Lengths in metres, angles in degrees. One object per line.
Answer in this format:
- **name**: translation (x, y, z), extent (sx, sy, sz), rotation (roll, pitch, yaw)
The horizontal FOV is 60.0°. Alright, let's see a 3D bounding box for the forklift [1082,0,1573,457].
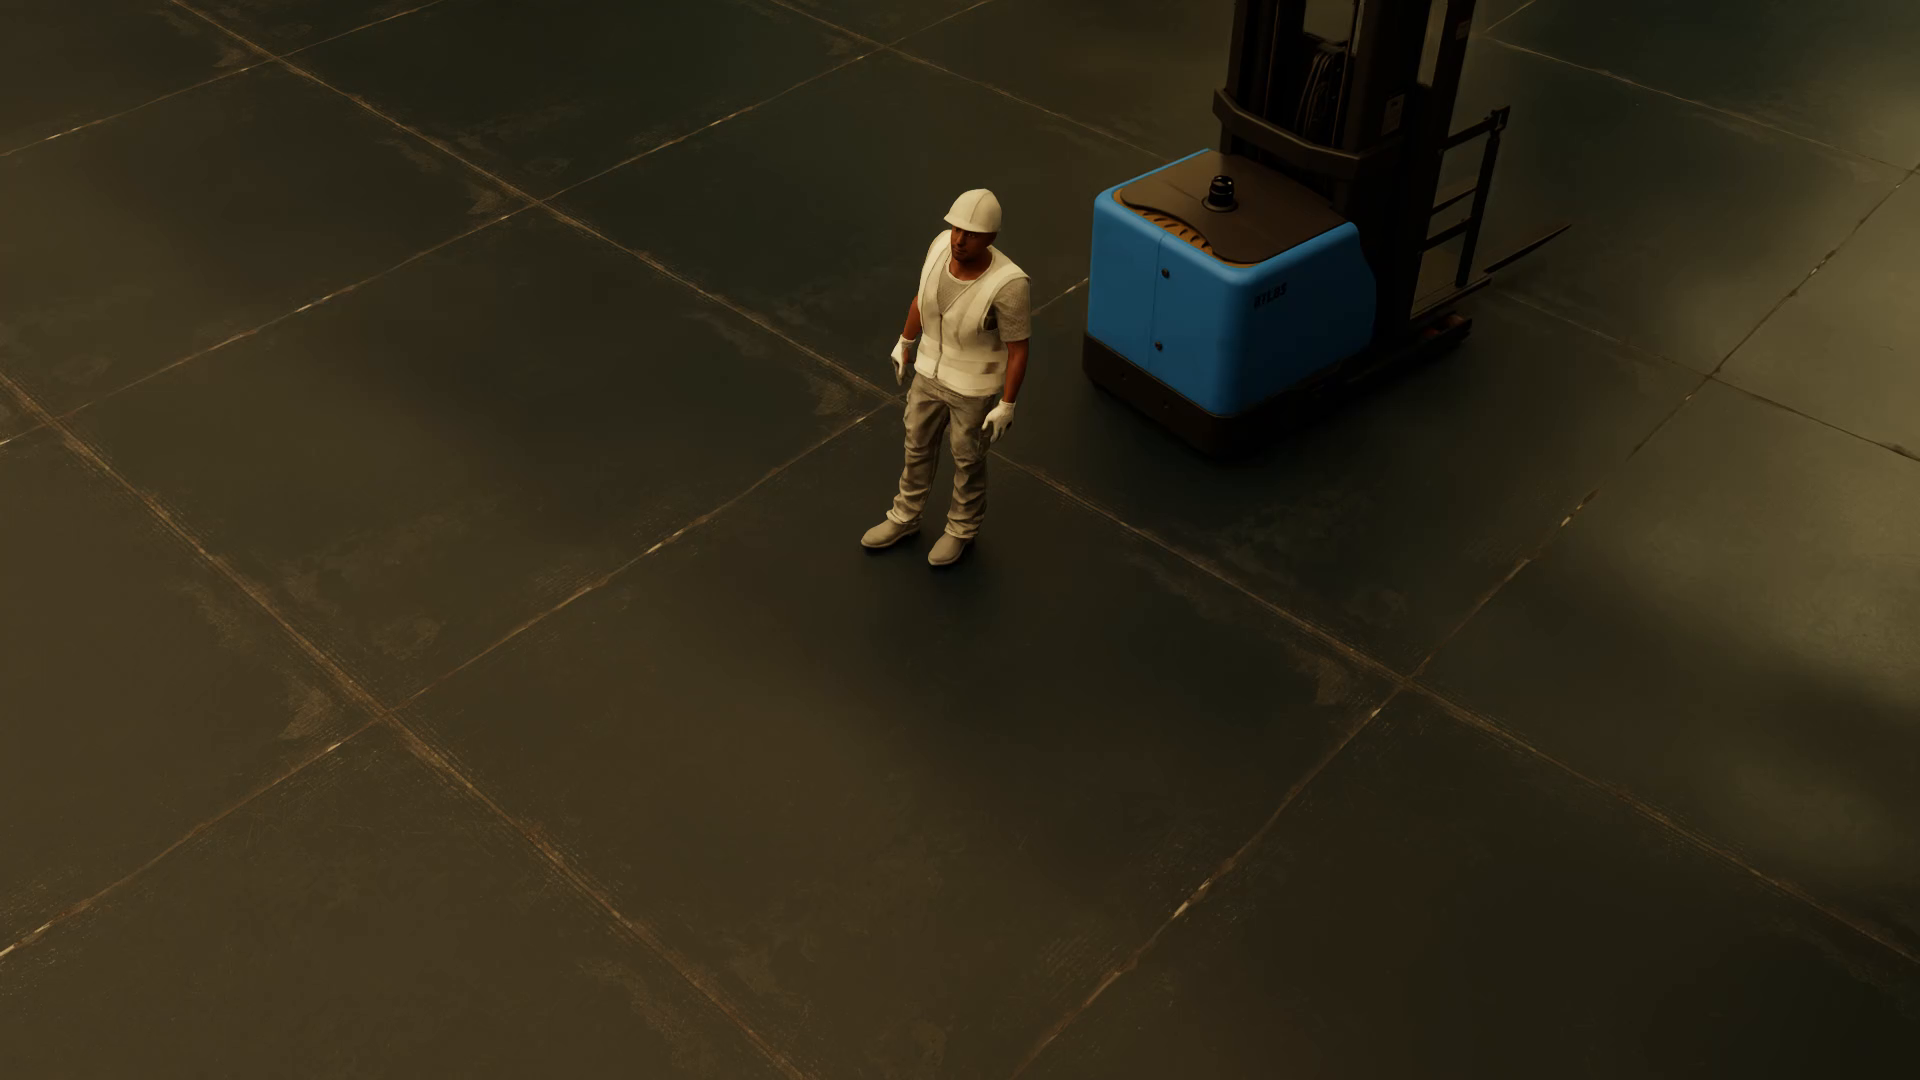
- **forklift**: translation (2.096, -2.310, 8.121), extent (3.031, 2.935, 1.130), rotation (-28, 48, -28)

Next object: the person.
- **person**: translation (-0.055, -0.651, 7.058), extent (0.657, 1.785, 0.575), rotation (31, 49, 31)
